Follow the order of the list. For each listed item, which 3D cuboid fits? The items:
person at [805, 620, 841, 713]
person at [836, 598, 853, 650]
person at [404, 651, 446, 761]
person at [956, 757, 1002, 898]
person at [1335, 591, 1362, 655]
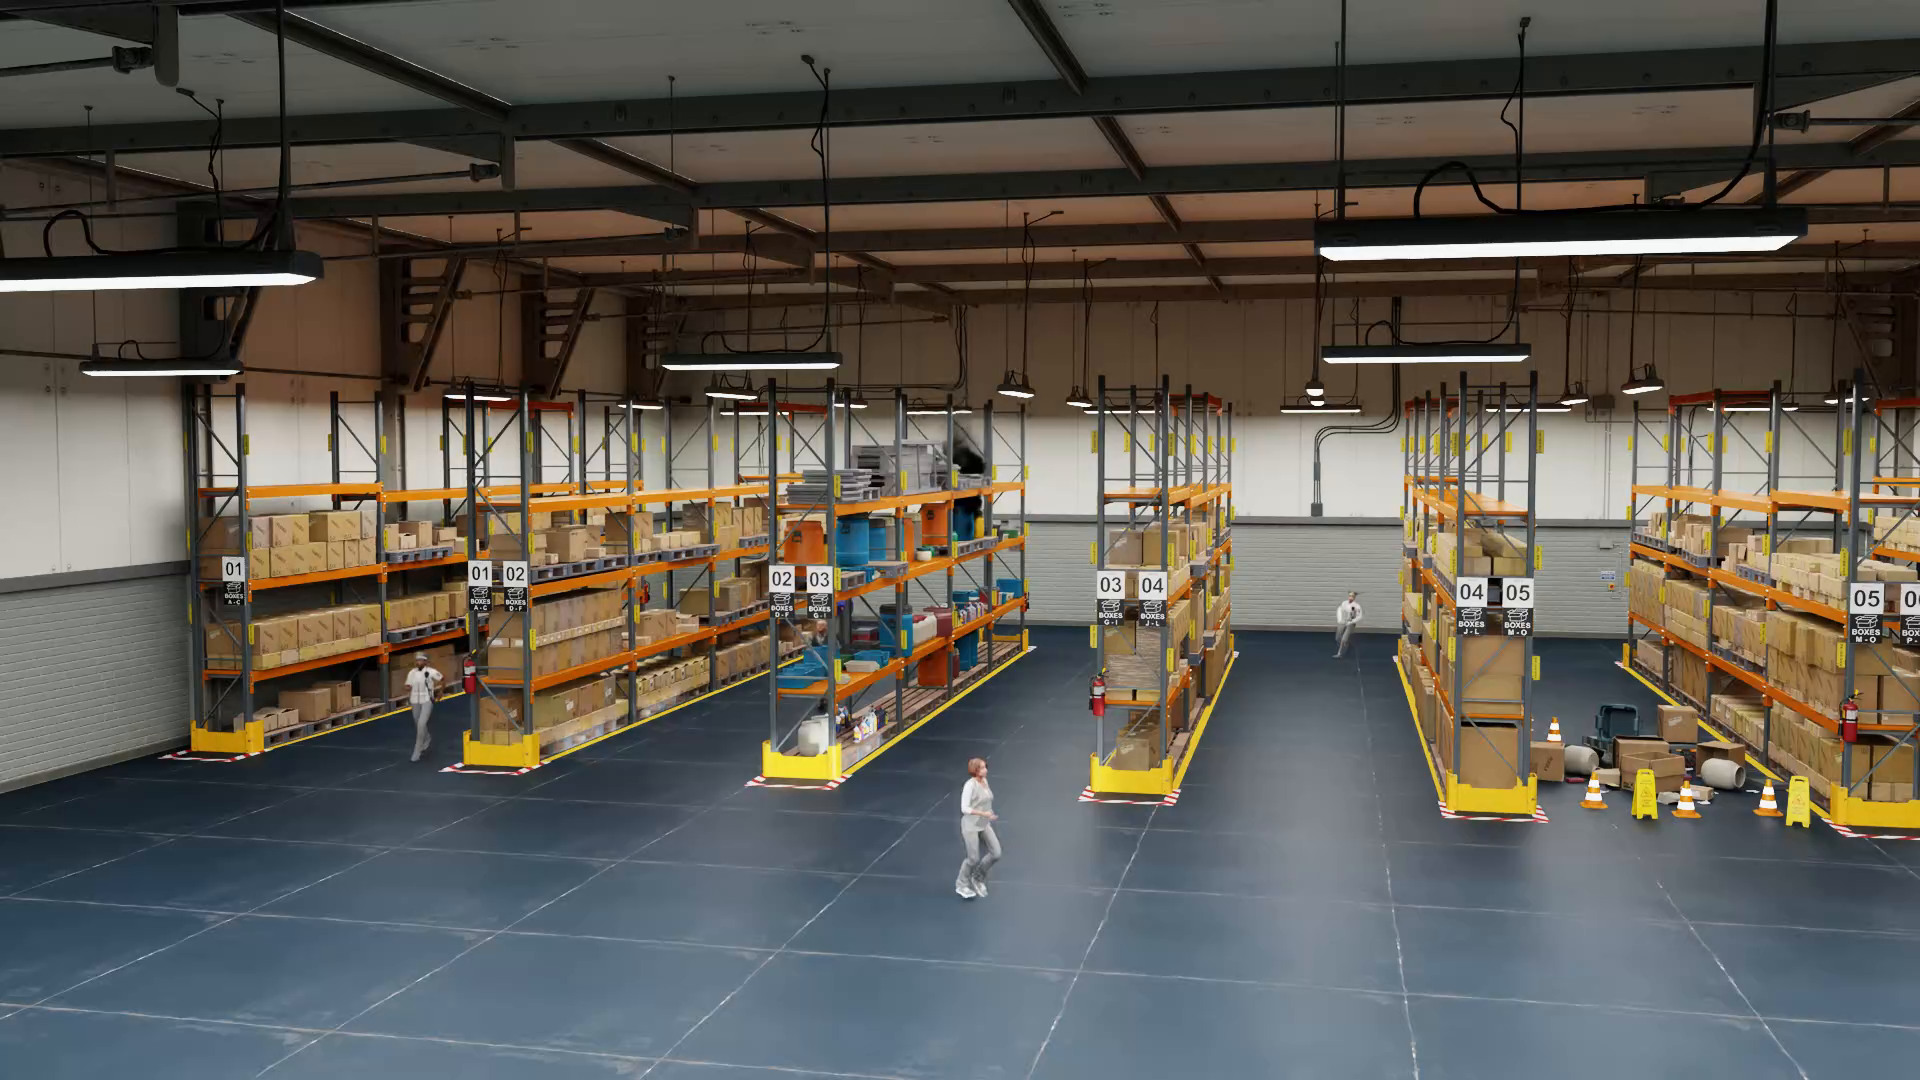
[{"bbox_3d":[-2.592,2.371,31.114,0.640,1.735,0.668,1,3,10],"label":"person"},{"bbox_3d":[-2.645,1.885,37.035,0.554,1.467,0.656,0,3,8],"label":"person"},{"bbox_3d":[-8.644,2.625,26.683,0.585,1.683,0.983,0,3,8],"label":"person"},{"bbox_3d":[0.200,3.164,18.217,0.627,1.577,0.499,3,4,38],"label":"person"},{"bbox_3d":[9.144,1.950,39.010,0.635,1.563,0.461,3,4,38],"label":"person"}]
